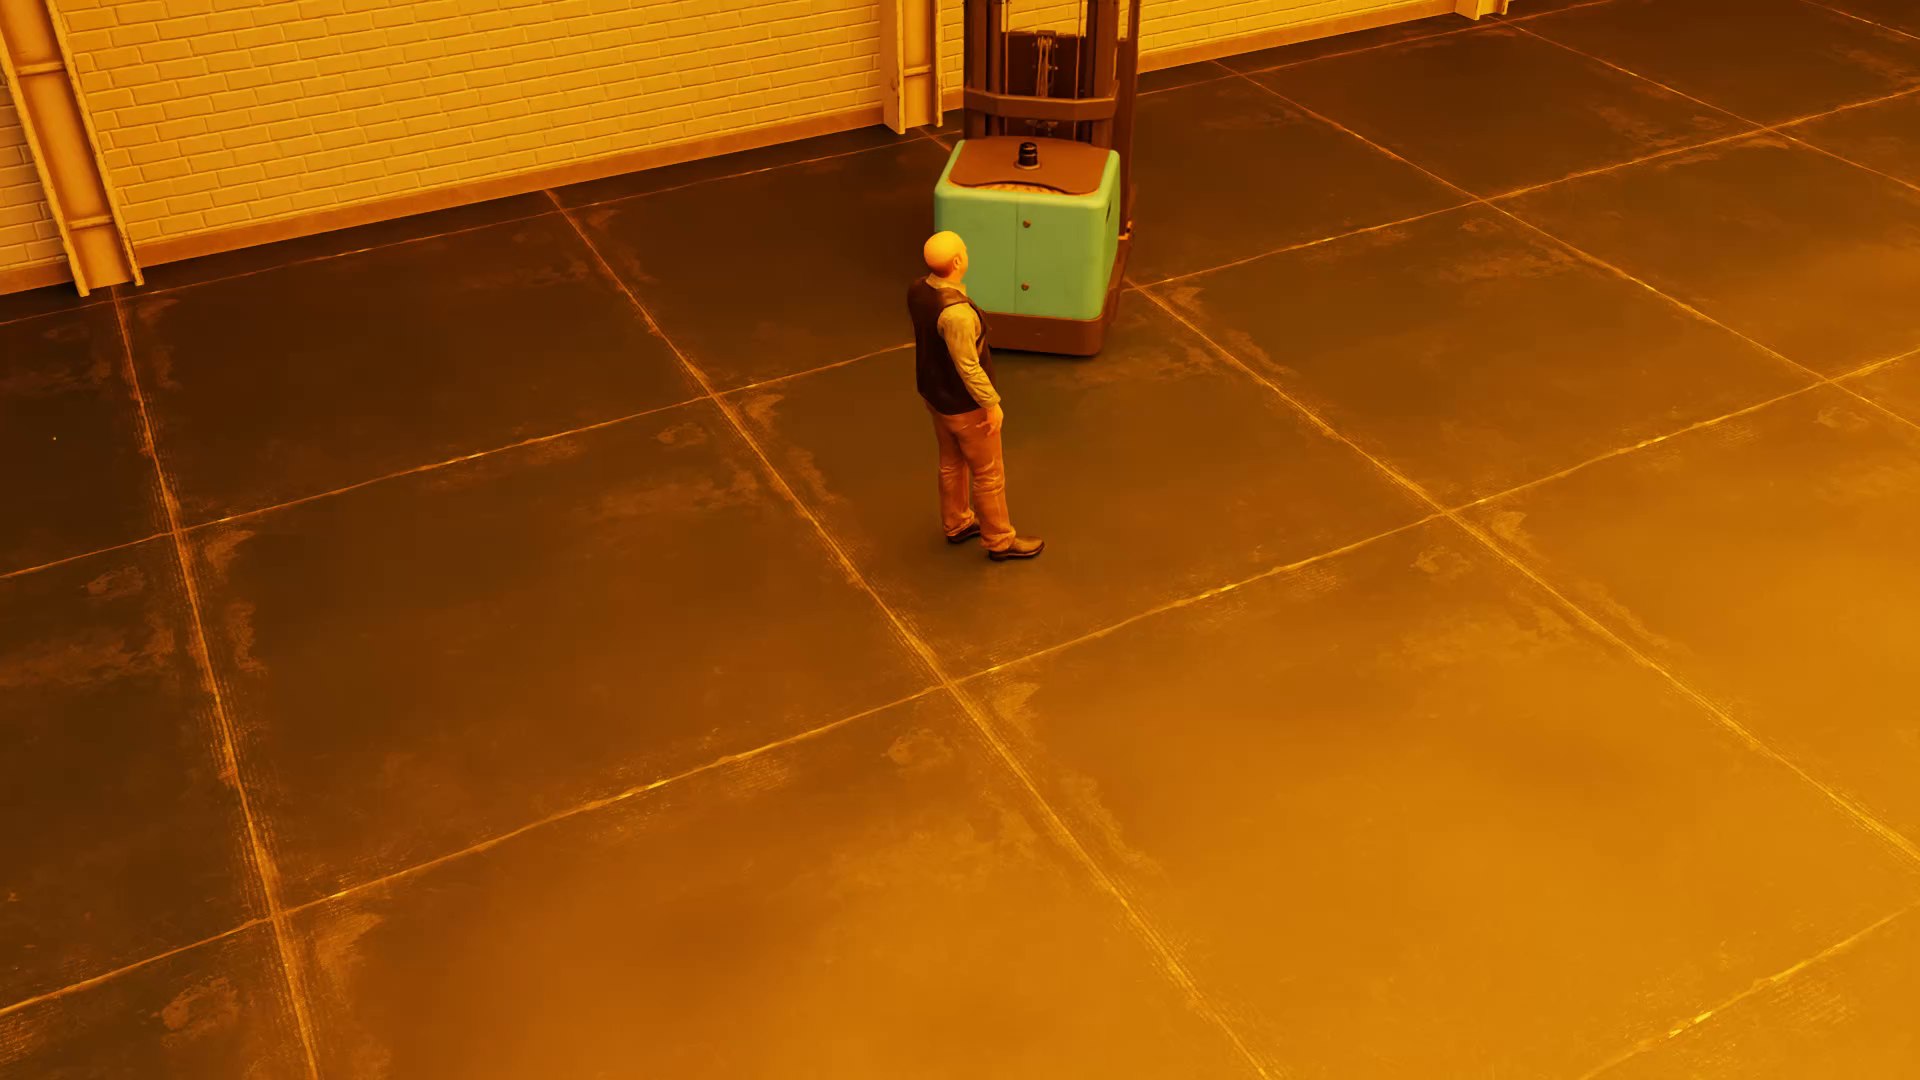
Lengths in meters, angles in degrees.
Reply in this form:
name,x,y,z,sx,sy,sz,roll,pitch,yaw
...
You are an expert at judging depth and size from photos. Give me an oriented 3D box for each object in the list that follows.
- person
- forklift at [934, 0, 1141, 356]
name,x,y,z,sx,sy,sz,roll,pitch,yaw
person,0.059,-0.722,8.180,0.566,1.722,0.633,-17,39,-23
forklift,0.609,-3.164,10.599,1.130,2.935,3.031,6,36,9
